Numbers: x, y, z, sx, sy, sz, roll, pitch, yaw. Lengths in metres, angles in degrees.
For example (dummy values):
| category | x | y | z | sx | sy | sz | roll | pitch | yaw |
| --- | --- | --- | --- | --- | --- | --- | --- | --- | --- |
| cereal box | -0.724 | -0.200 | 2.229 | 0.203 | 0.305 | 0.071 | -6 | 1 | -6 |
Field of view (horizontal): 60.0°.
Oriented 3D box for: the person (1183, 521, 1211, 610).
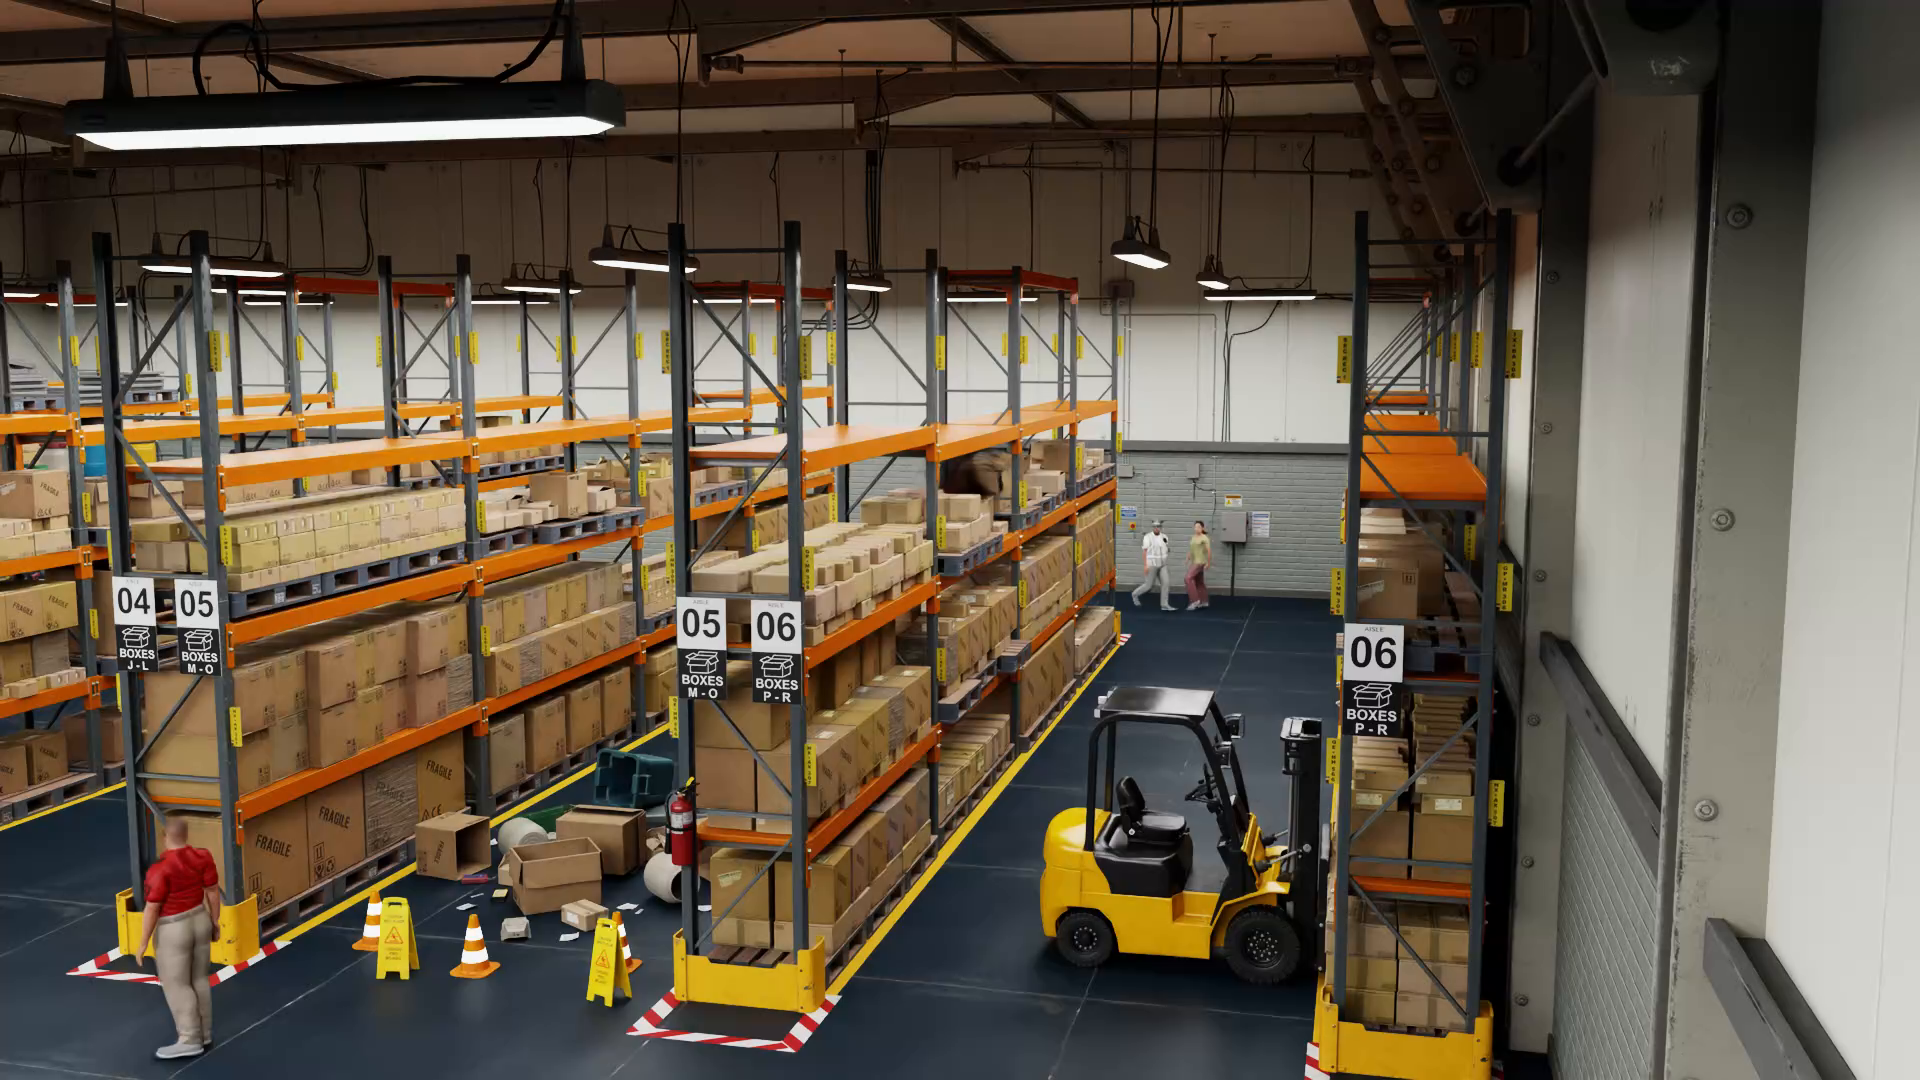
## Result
| category | x | y | z | sx | sy | sz | roll | pitch | yaw |
| --- | --- | --- | --- | --- | --- | --- | --- | --- | --- |
| person | 4.503 | 0.476 | 31.665 | 0.526 | 1.693 | 0.420 | -1 | 7 | -6 |

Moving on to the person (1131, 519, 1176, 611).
| category | x | y | z | sx | sy | sz | roll | pitch | yaw |
| --- | --- | --- | --- | --- | --- | --- | --- | --- | --- |
| person | 3.695 | 0.453 | 31.531 | 0.561 | 1.735 | 0.901 | -5 | 9 | -38 |

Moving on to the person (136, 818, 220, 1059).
| category | x | y | z | sx | sy | sz | roll | pitch | yaw |
| --- | --- | --- | --- | --- | --- | --- | --- | --- | --- |
| person | -5.636 | 2.858 | 12.019 | 0.407 | 1.747 | 0.626 | 3 | 8 | 22 |
